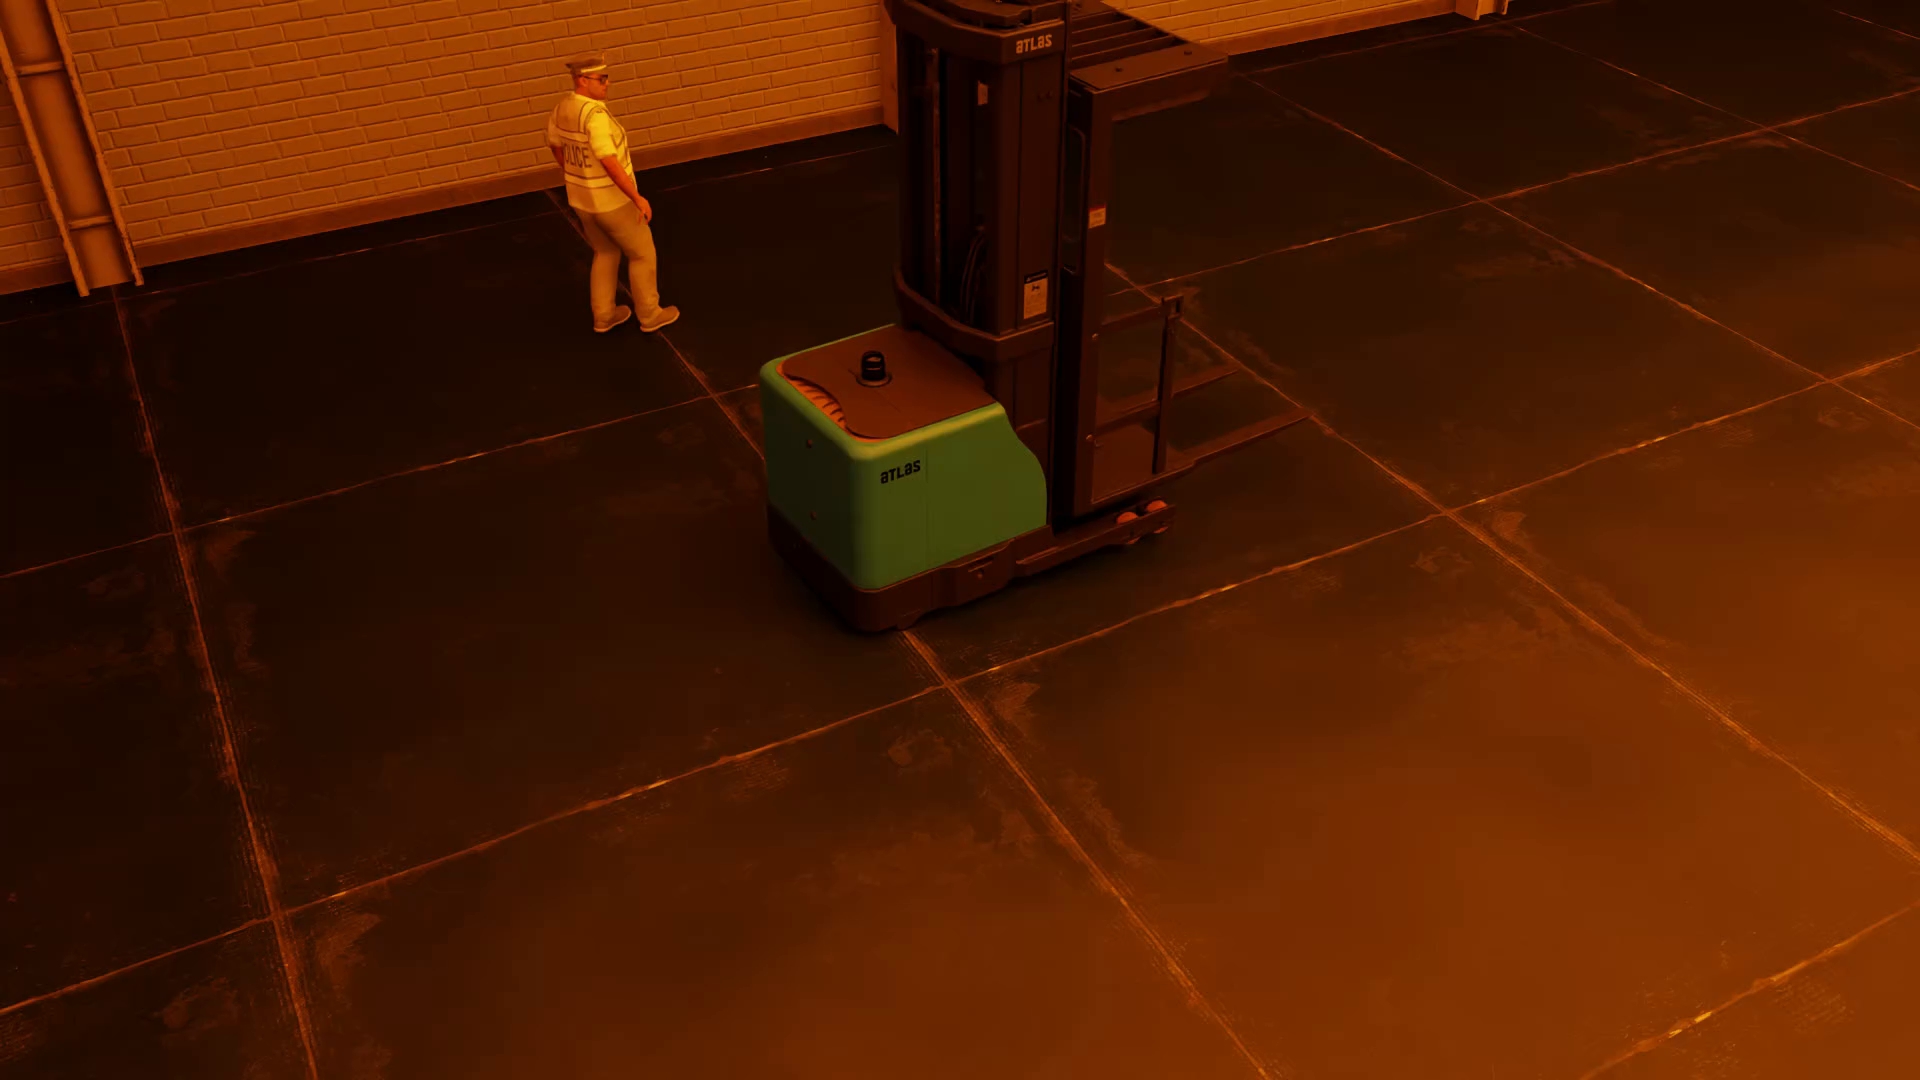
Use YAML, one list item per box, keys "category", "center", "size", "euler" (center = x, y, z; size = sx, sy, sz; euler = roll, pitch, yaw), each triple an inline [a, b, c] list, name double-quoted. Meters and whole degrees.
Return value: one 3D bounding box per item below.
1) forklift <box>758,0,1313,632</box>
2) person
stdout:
- category: "forklift"
  center: [0.525, -1.408, 8.115]
  size: [3.031, 2.935, 1.130]
  euler: [-21, 40, -27]
- category: "person"
  center: [-2.111, -2.107, 10.128]
  size: [0.738, 1.749, 0.537]
  euler: [25, 42, 30]
